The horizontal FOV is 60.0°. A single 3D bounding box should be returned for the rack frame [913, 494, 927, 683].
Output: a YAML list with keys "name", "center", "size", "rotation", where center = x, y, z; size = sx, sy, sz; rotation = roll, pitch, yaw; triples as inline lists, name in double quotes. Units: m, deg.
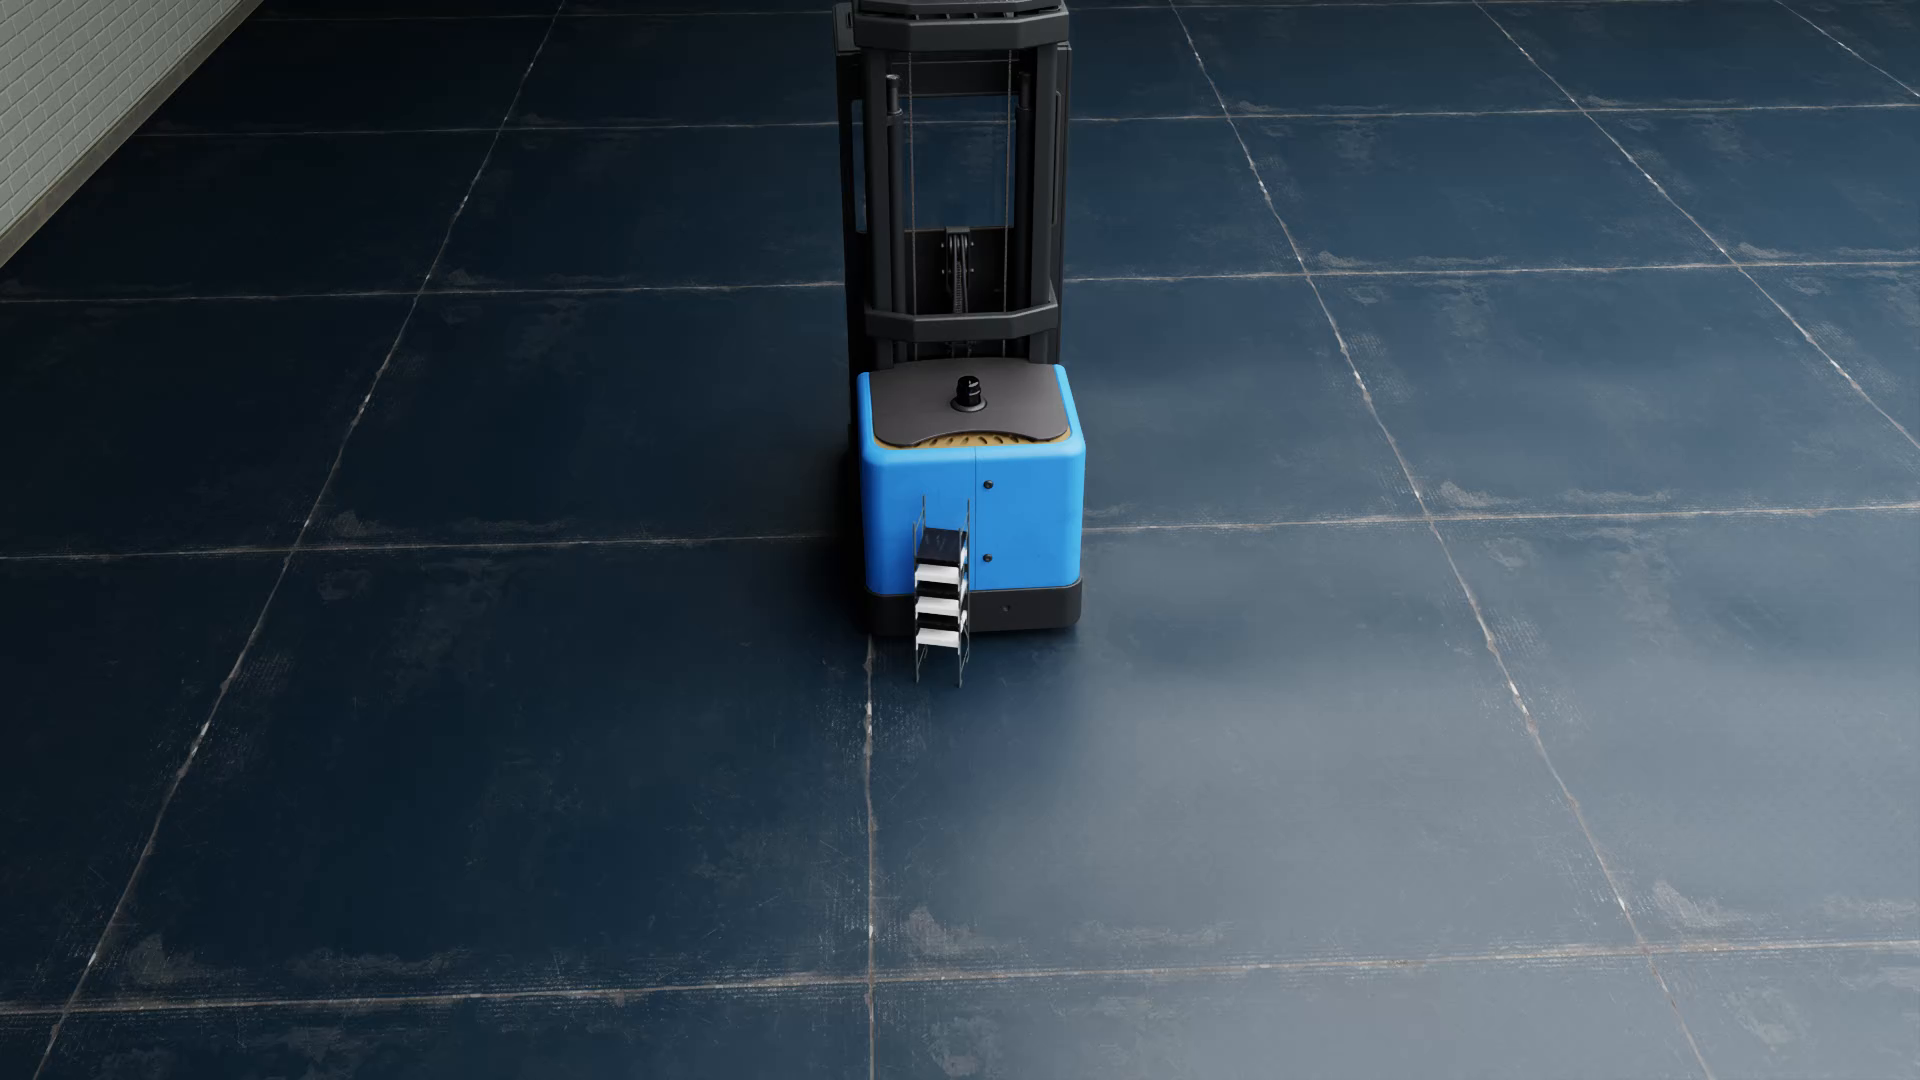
- name: "rack frame"
  center: [-0.181, 0.231, 7.626]
  size: [0.006, 0.900, 0.240]
  rotation: [6, 35, 8]

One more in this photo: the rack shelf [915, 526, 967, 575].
- name: "rack shelf"
  center: [-0.081, 0.047, 7.476]
  size: [0.200, 0.077, 0.258]
  rotation: [6, 35, 8]

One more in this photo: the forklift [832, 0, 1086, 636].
- name: "forklift"
  center: [-0.051, -1.563, 8.432]
  size: [1.130, 2.935, 3.031]
  rotation: [-3, 35, -4]

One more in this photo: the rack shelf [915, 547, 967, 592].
- name: "rack shelf"
  center: [-0.081, 0.121, 7.527]
  size: [0.200, 0.077, 0.258]
  rotation: [6, 35, 8]

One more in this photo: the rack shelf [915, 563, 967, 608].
- name: "rack shelf"
  center: [-0.081, 0.195, 7.579]
  size: [0.200, 0.077, 0.258]
  rotation: [6, 35, 8]

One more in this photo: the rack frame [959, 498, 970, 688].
- name: "rack frame"
  center: [0.019, 0.251, 7.596]
  size: [0.006, 0.900, 0.240]
  rotation: [6, 35, 8]

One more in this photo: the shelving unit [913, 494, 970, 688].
- name: "shelving unit"
  center: [-0.081, 0.241, 7.611]
  size: [0.210, 0.900, 0.258]
  rotation: [6, 35, 8]

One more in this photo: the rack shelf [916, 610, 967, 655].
- name: "rack shelf"
  center: [-0.081, 0.417, 7.732]
  size: [0.200, 0.077, 0.258]
  rotation: [6, 35, 8]

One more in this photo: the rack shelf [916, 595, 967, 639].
- name: "rack shelf"
  center: [-0.081, 0.343, 7.681]
  size: [0.200, 0.077, 0.258]
  rotation: [6, 35, 8]

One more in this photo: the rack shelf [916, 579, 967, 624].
- name: "rack shelf"
  center: [-0.081, 0.269, 7.630]
  size: [0.200, 0.077, 0.258]
  rotation: [6, 35, 8]
